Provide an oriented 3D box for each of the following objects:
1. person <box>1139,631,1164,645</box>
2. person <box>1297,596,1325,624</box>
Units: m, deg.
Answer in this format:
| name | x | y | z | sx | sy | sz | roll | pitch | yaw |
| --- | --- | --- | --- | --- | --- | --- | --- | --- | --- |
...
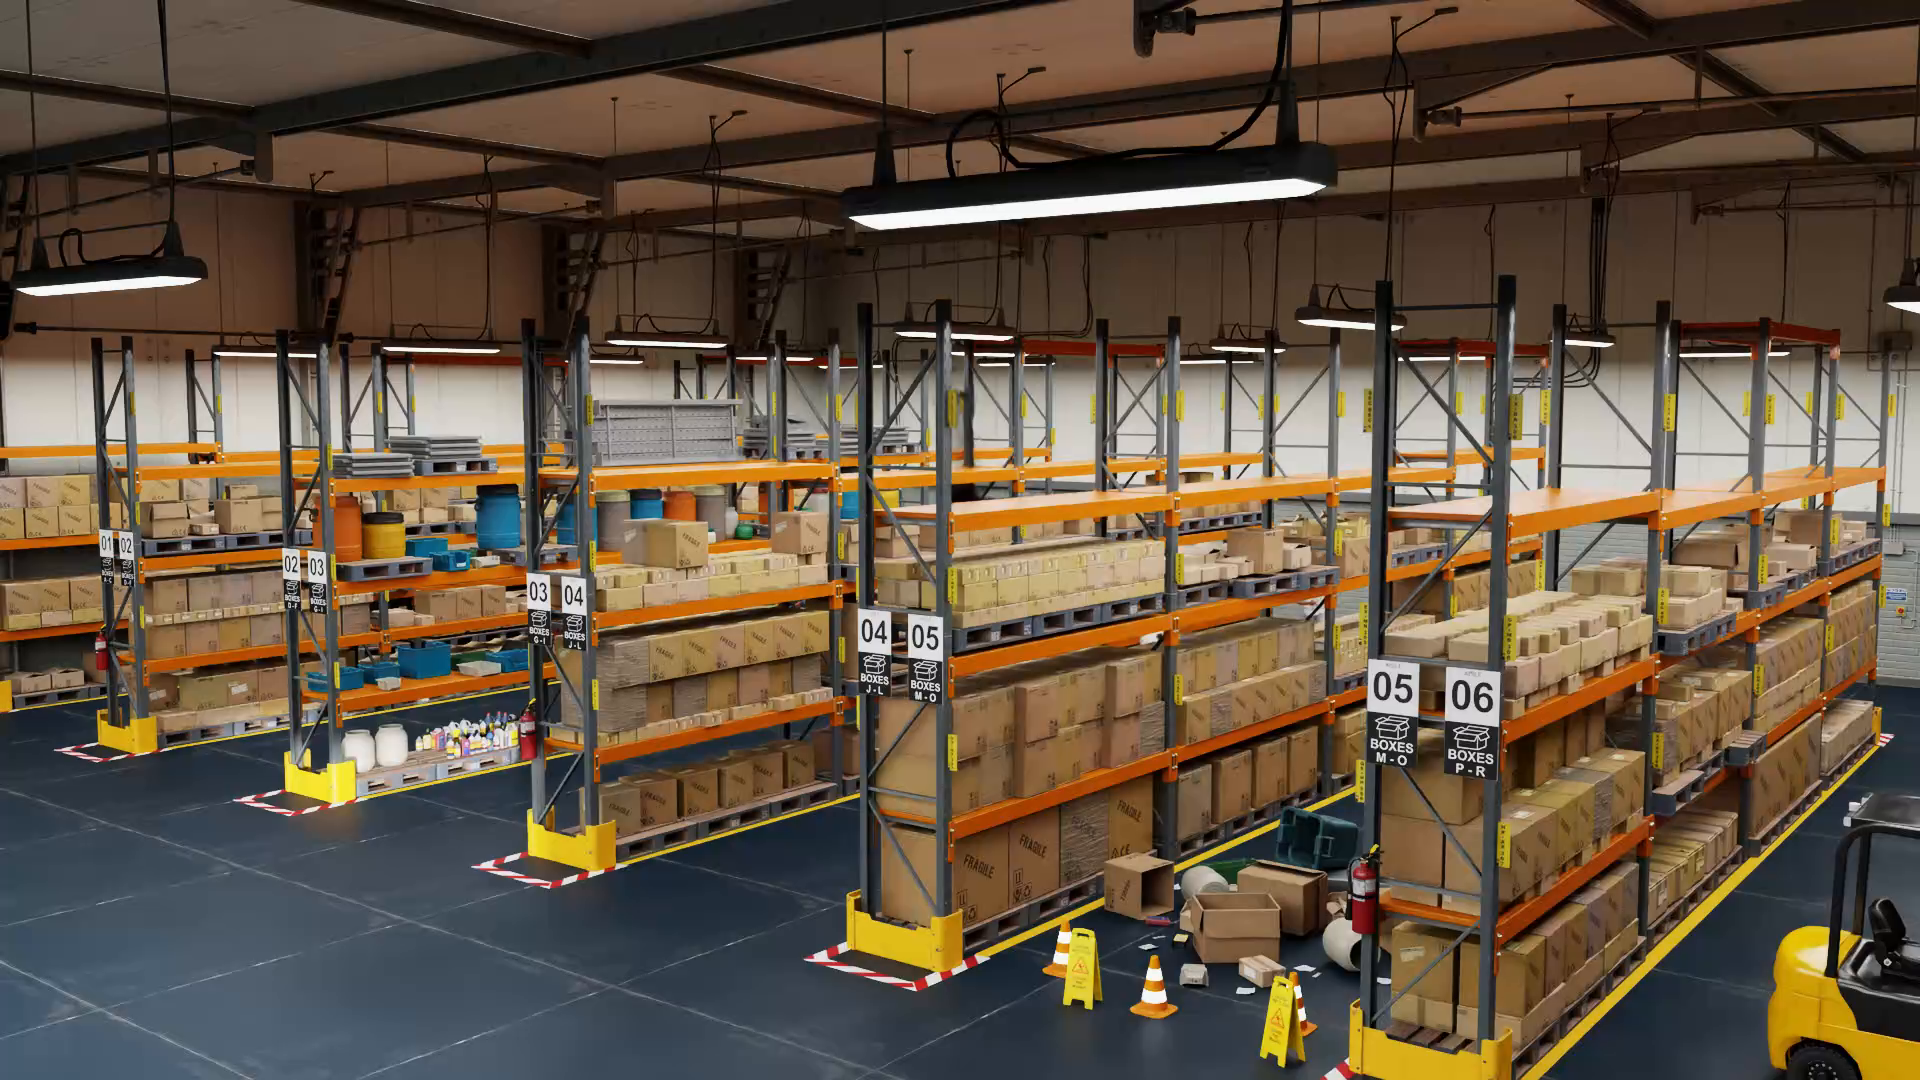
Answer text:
| name | x | y | z | sx | sy | sz | roll | pitch | yaw |
| --- | --- | --- | --- | --- | --- | --- | --- | --- | --- |
| person | 2.961 | 1.887 | 25.186 | 0.616 | 1.623 | 0.599 | 3 | 6 | 31 |
| person | 6.911 | 1.474 | 32.532 | 0.701 | 1.819 | 0.719 | 0 | 5 | -4 |
